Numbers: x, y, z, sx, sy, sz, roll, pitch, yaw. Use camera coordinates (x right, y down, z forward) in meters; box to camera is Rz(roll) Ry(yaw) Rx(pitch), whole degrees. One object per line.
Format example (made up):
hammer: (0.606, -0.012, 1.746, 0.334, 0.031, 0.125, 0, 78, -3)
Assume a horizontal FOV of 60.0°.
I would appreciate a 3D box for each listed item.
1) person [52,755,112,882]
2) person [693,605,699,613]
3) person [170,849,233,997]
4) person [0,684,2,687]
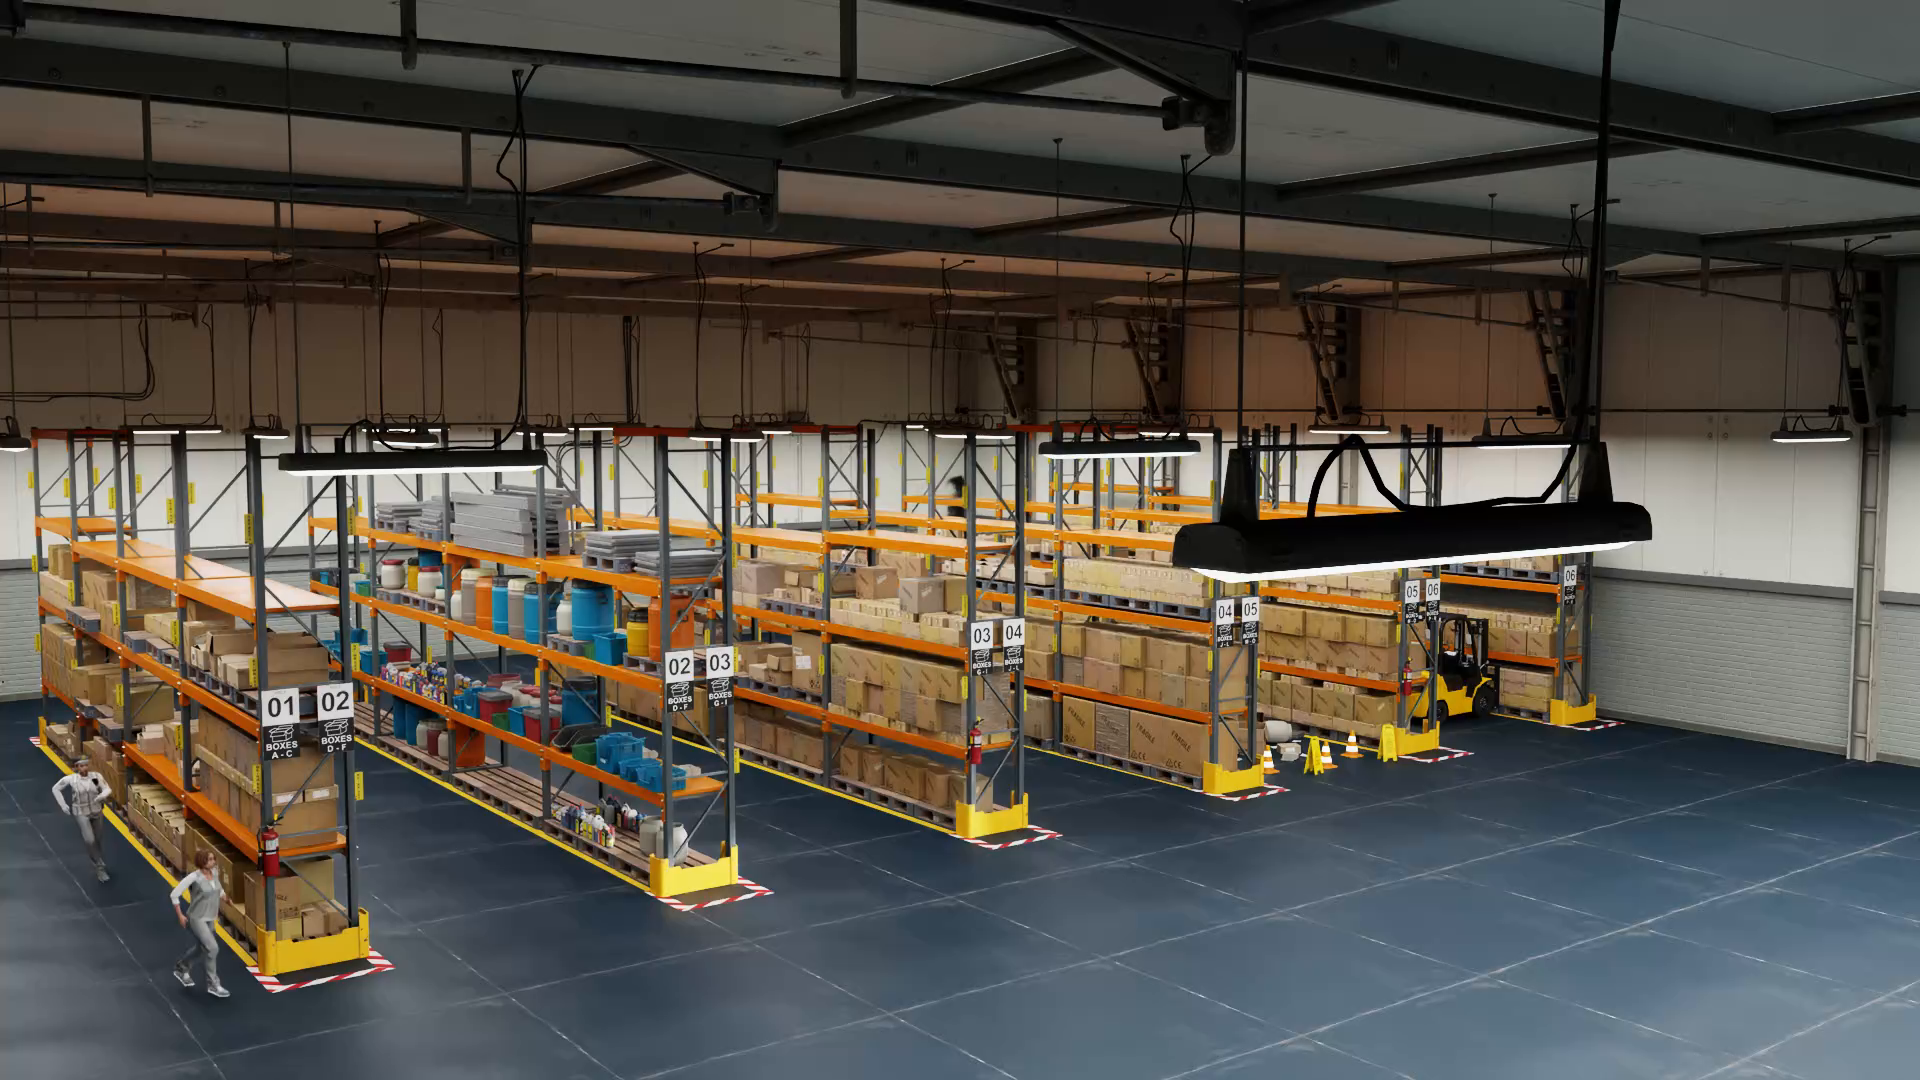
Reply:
person: (-11.811, 3.728, 22.441, 0.677, 1.730, 0.782, -4, 6, -44)
person: (-6.244, 2.399, 39.263, 0.647, 1.746, 0.724, -4, 6, -43)
person: (-8.232, 4.116, 17.980, 0.764, 1.591, 0.553, 1, 5, 15)
person: (-19.104, 3.058, 32.375, 0.880, 1.455, 0.570, -1, 5, -12)
